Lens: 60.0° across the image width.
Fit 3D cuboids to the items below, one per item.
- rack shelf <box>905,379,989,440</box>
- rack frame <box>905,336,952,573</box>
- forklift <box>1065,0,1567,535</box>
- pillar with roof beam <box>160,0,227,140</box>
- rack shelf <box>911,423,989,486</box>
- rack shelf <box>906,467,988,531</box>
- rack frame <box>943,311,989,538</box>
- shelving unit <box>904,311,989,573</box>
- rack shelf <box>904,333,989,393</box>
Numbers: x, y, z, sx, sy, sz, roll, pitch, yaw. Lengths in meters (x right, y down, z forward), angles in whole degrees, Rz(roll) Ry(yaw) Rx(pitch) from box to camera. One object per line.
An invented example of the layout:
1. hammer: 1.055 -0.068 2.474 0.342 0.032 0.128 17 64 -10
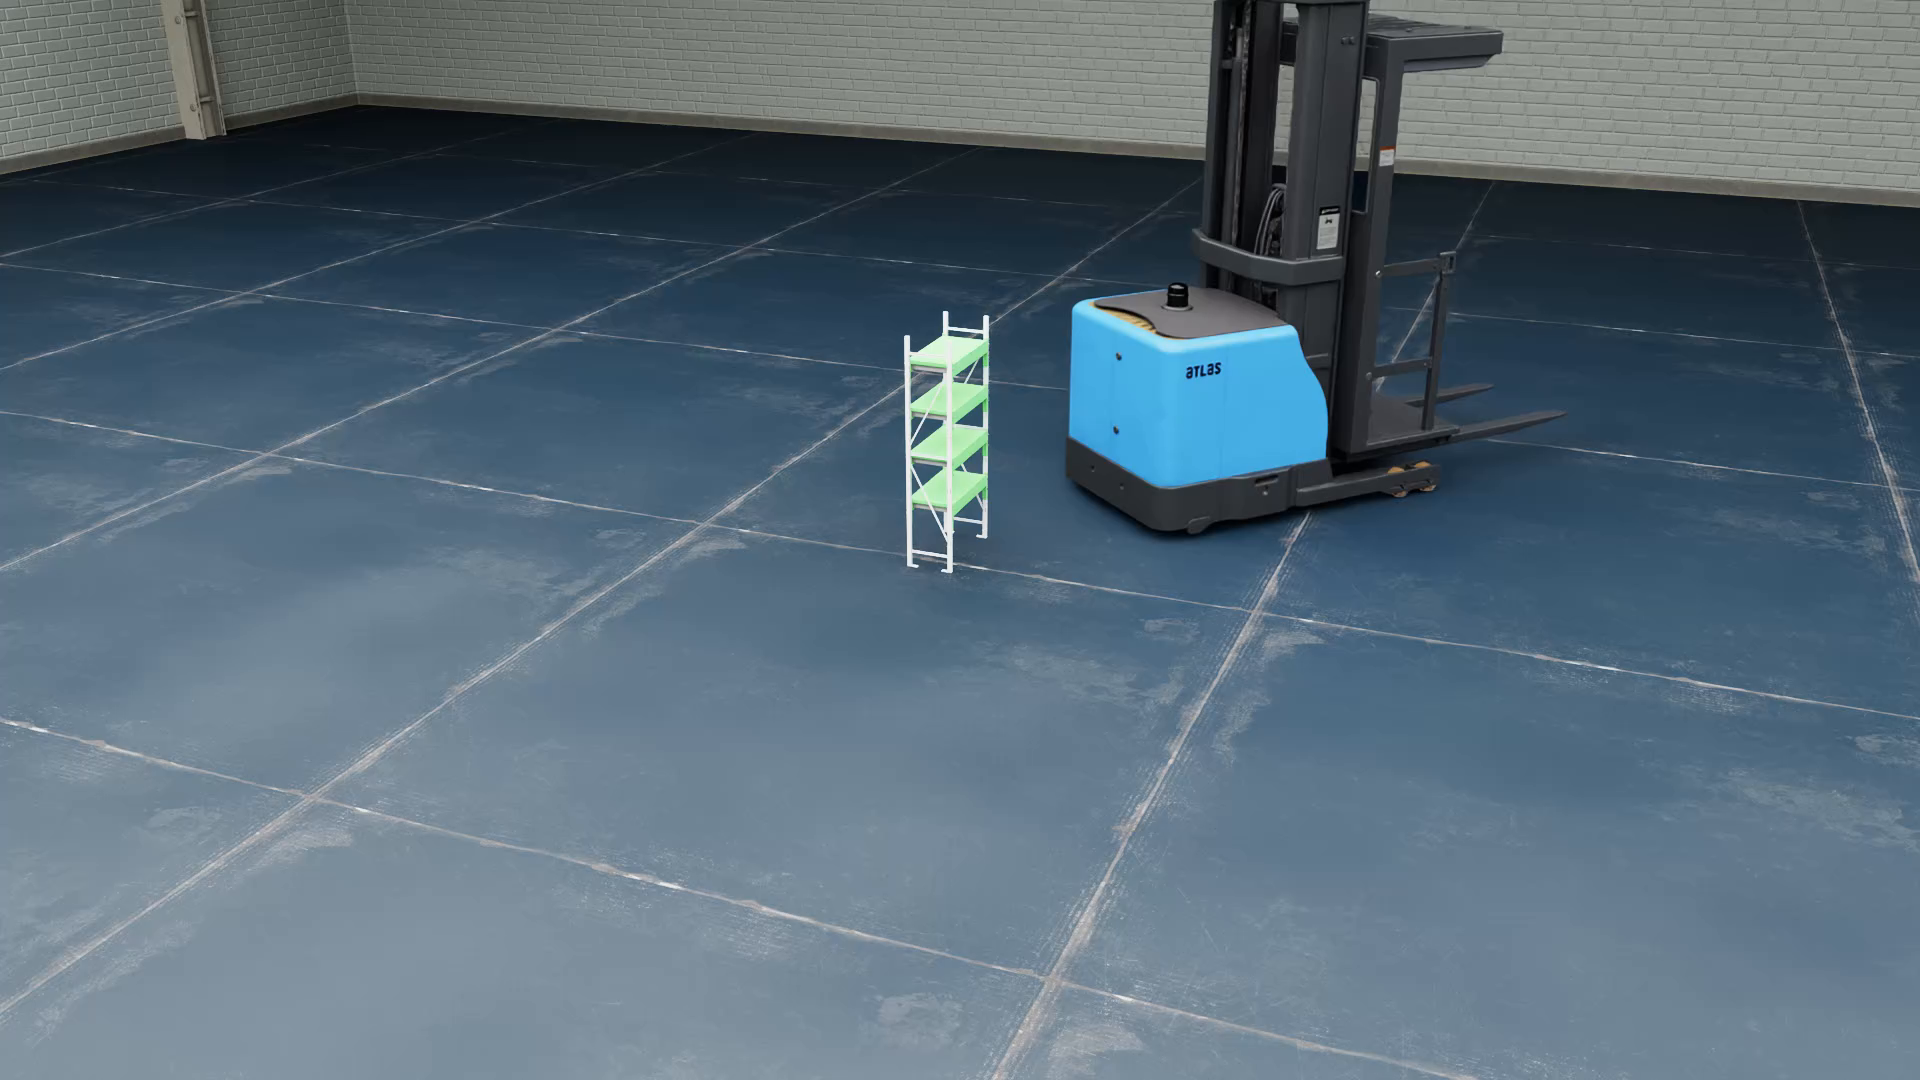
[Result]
1. rack shelf: -0.061 -0.657 8.309 0.258 0.148 0.480 9 24 20
2. rack frame: -0.152 -0.407 8.168 0.240 1.200 0.015 9 24 20
3. forklift: 2.150 -1.761 9.163 3.031 2.935 1.130 -11 25 -25
4. pillar with roof beam: -5.477 -8.606 17.678 9.100 9.000 0.400 9 24 20
5. rack shelf: -0.061 -0.435 8.402 0.258 0.148 0.480 9 24 20
6. rack shelf: -0.061 -0.214 8.494 0.258 0.148 0.480 9 24 20
7. rack frame: 0.029 -0.582 8.586 0.240 1.200 0.015 9 24 20
8. shelving unit: -0.061 -0.494 8.377 0.258 1.200 0.503 9 24 20
9. rack shelf: -0.061 -0.878 8.217 0.258 0.148 0.480 9 24 20
